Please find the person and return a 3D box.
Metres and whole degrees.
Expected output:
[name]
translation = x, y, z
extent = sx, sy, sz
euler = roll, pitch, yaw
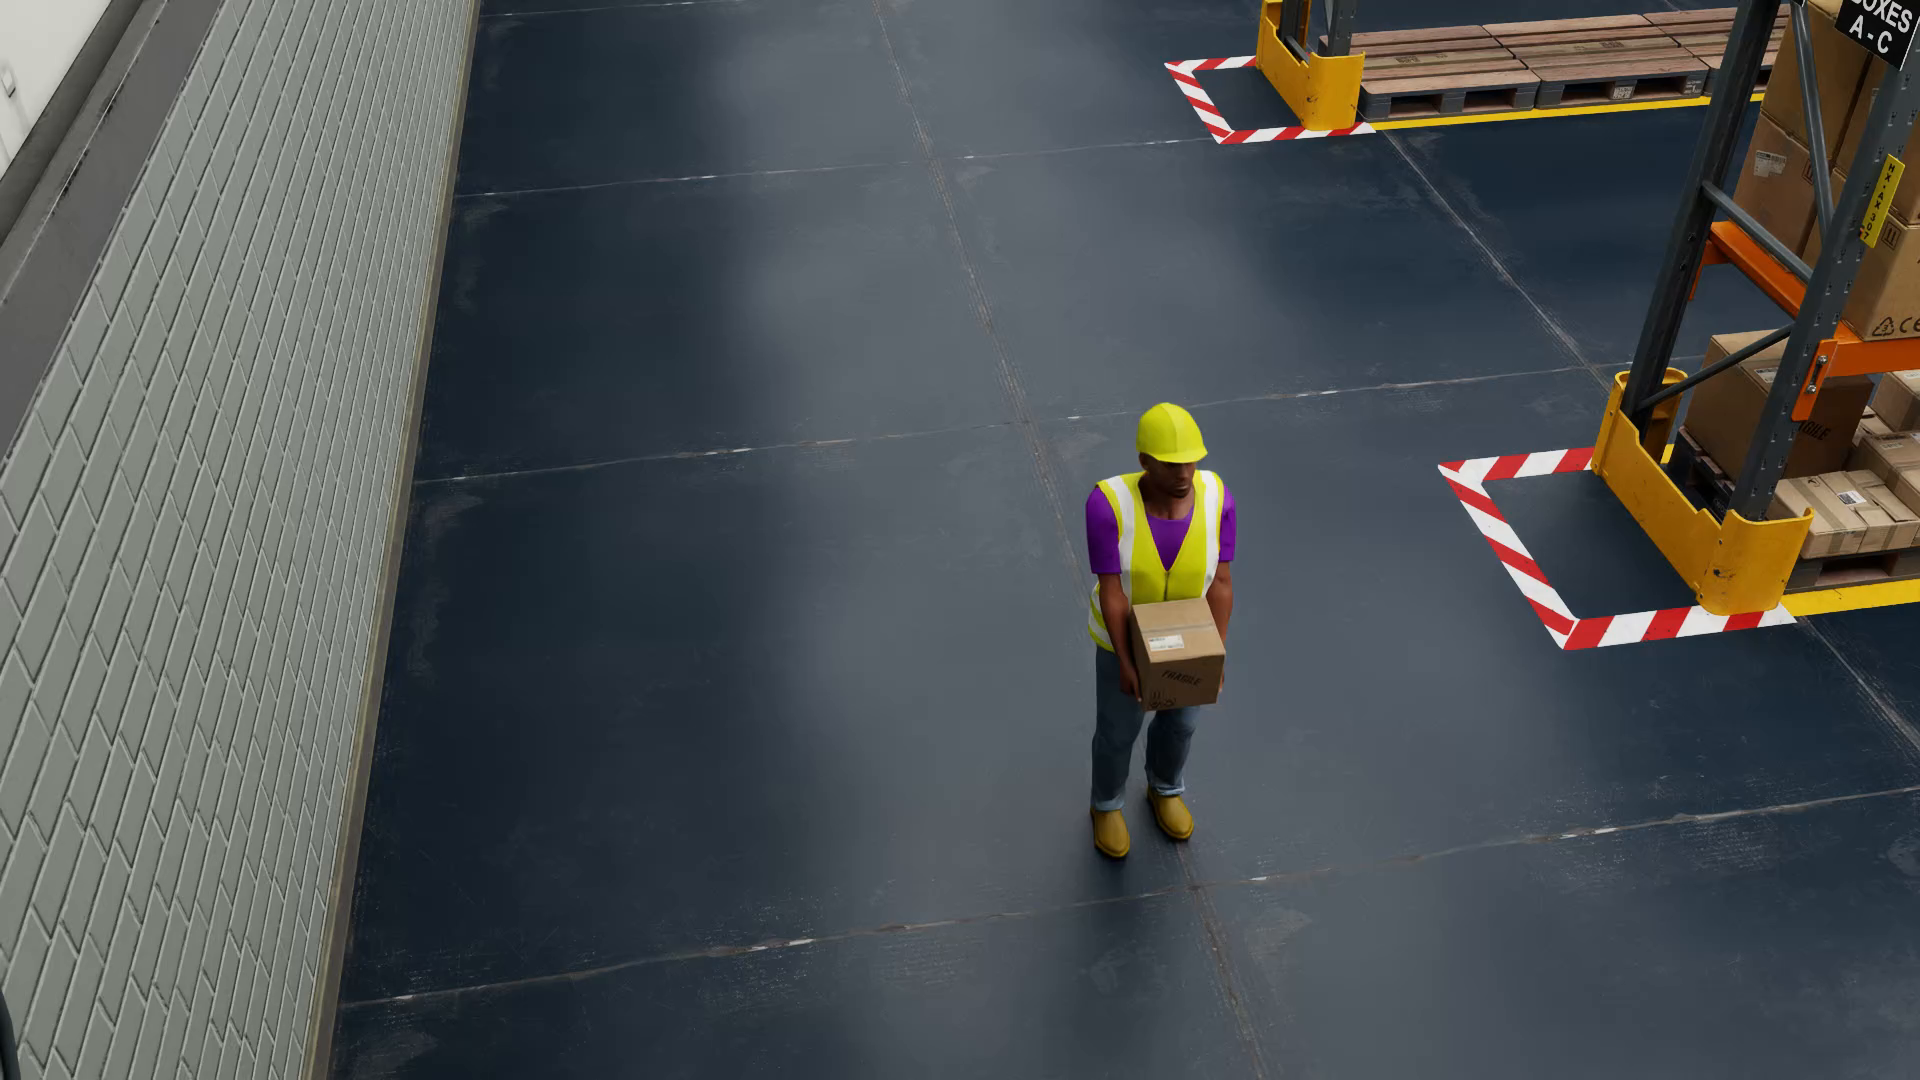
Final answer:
[person]
translation = 0.684, 0.377, 5.663
extent = 0.503, 1.760, 0.577
euler = -6, 39, -7
